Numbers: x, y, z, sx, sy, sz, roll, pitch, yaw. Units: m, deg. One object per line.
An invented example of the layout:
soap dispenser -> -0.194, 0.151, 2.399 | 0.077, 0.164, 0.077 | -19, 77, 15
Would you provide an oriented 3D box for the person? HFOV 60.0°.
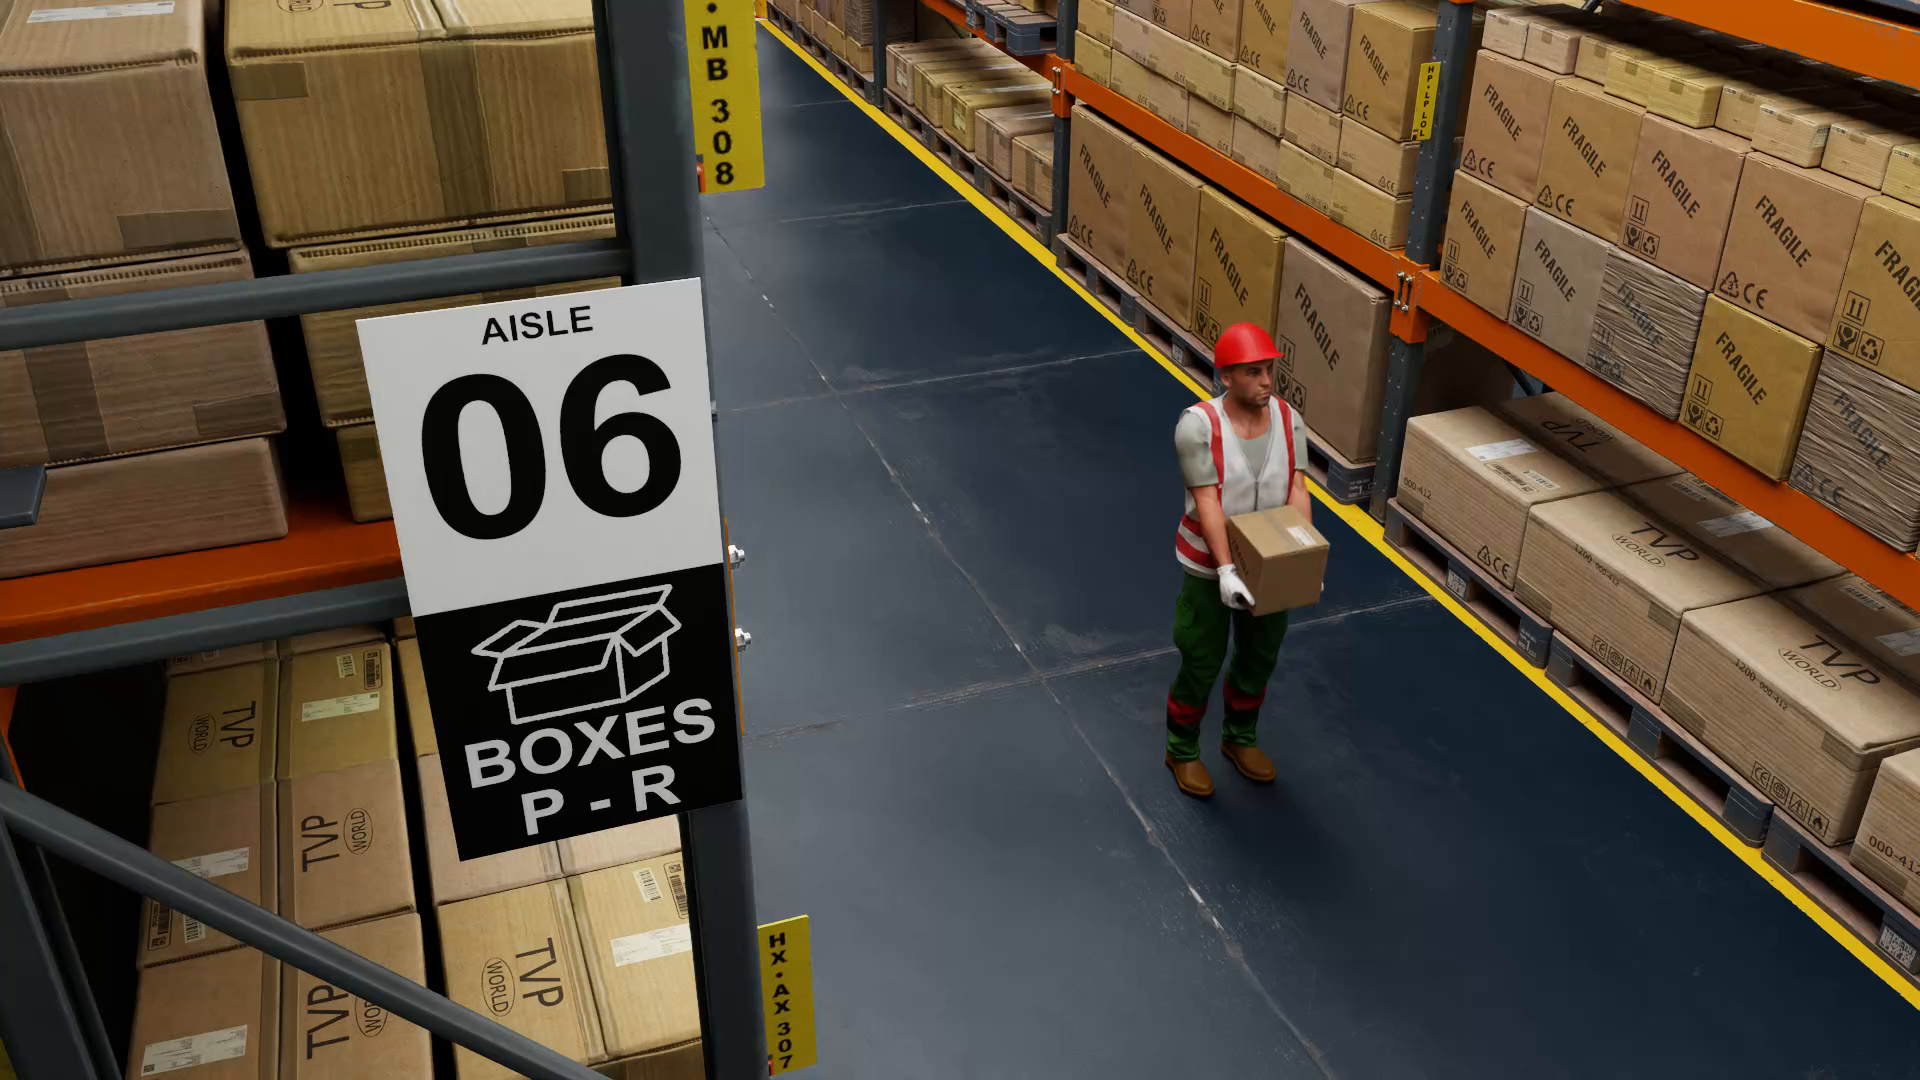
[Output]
person -> 0.995, 0.100, 5.938 | 0.601, 1.777, 0.452 | -12, 32, -20
